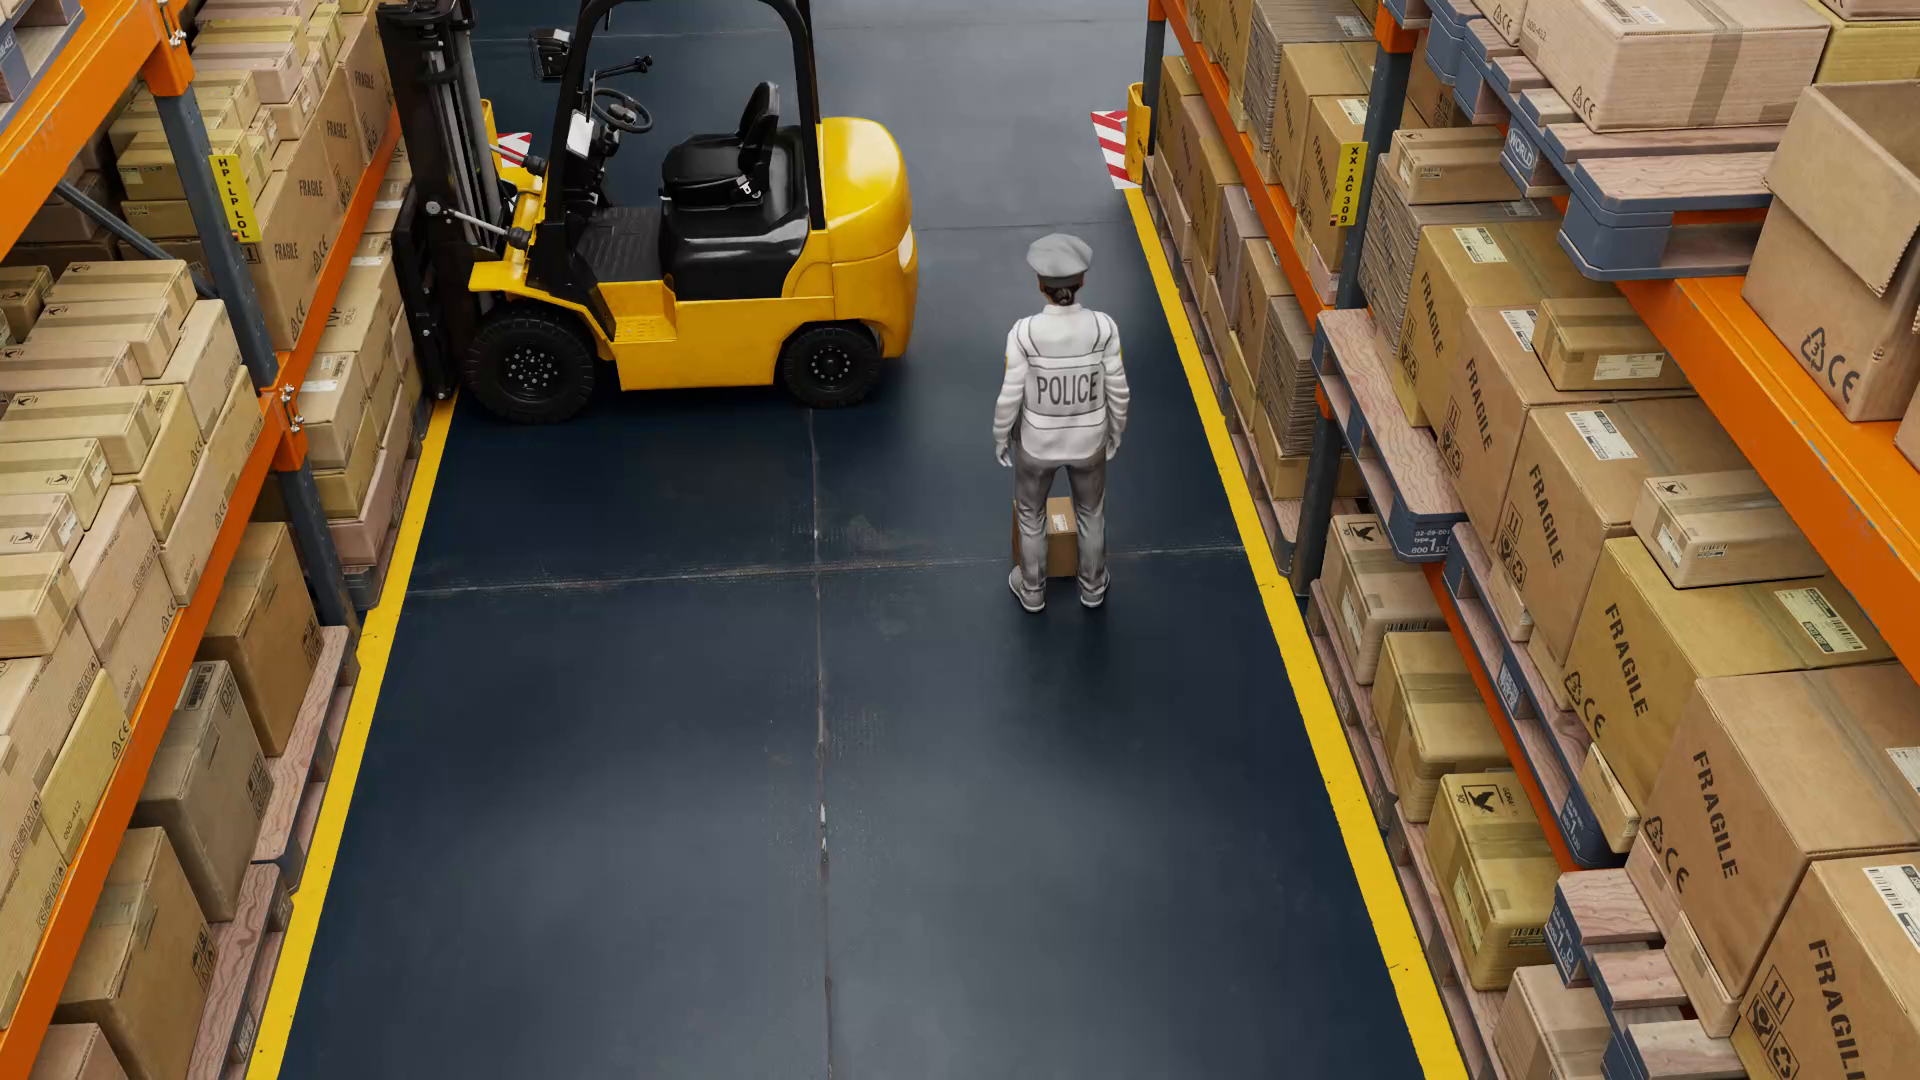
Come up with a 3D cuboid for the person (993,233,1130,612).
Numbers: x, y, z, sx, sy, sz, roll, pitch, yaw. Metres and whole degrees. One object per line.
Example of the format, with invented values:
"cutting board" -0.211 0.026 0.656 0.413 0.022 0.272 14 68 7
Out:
"person" 0.398 -0.407 6.649 0.535 1.663 0.378 -4 39 -4
